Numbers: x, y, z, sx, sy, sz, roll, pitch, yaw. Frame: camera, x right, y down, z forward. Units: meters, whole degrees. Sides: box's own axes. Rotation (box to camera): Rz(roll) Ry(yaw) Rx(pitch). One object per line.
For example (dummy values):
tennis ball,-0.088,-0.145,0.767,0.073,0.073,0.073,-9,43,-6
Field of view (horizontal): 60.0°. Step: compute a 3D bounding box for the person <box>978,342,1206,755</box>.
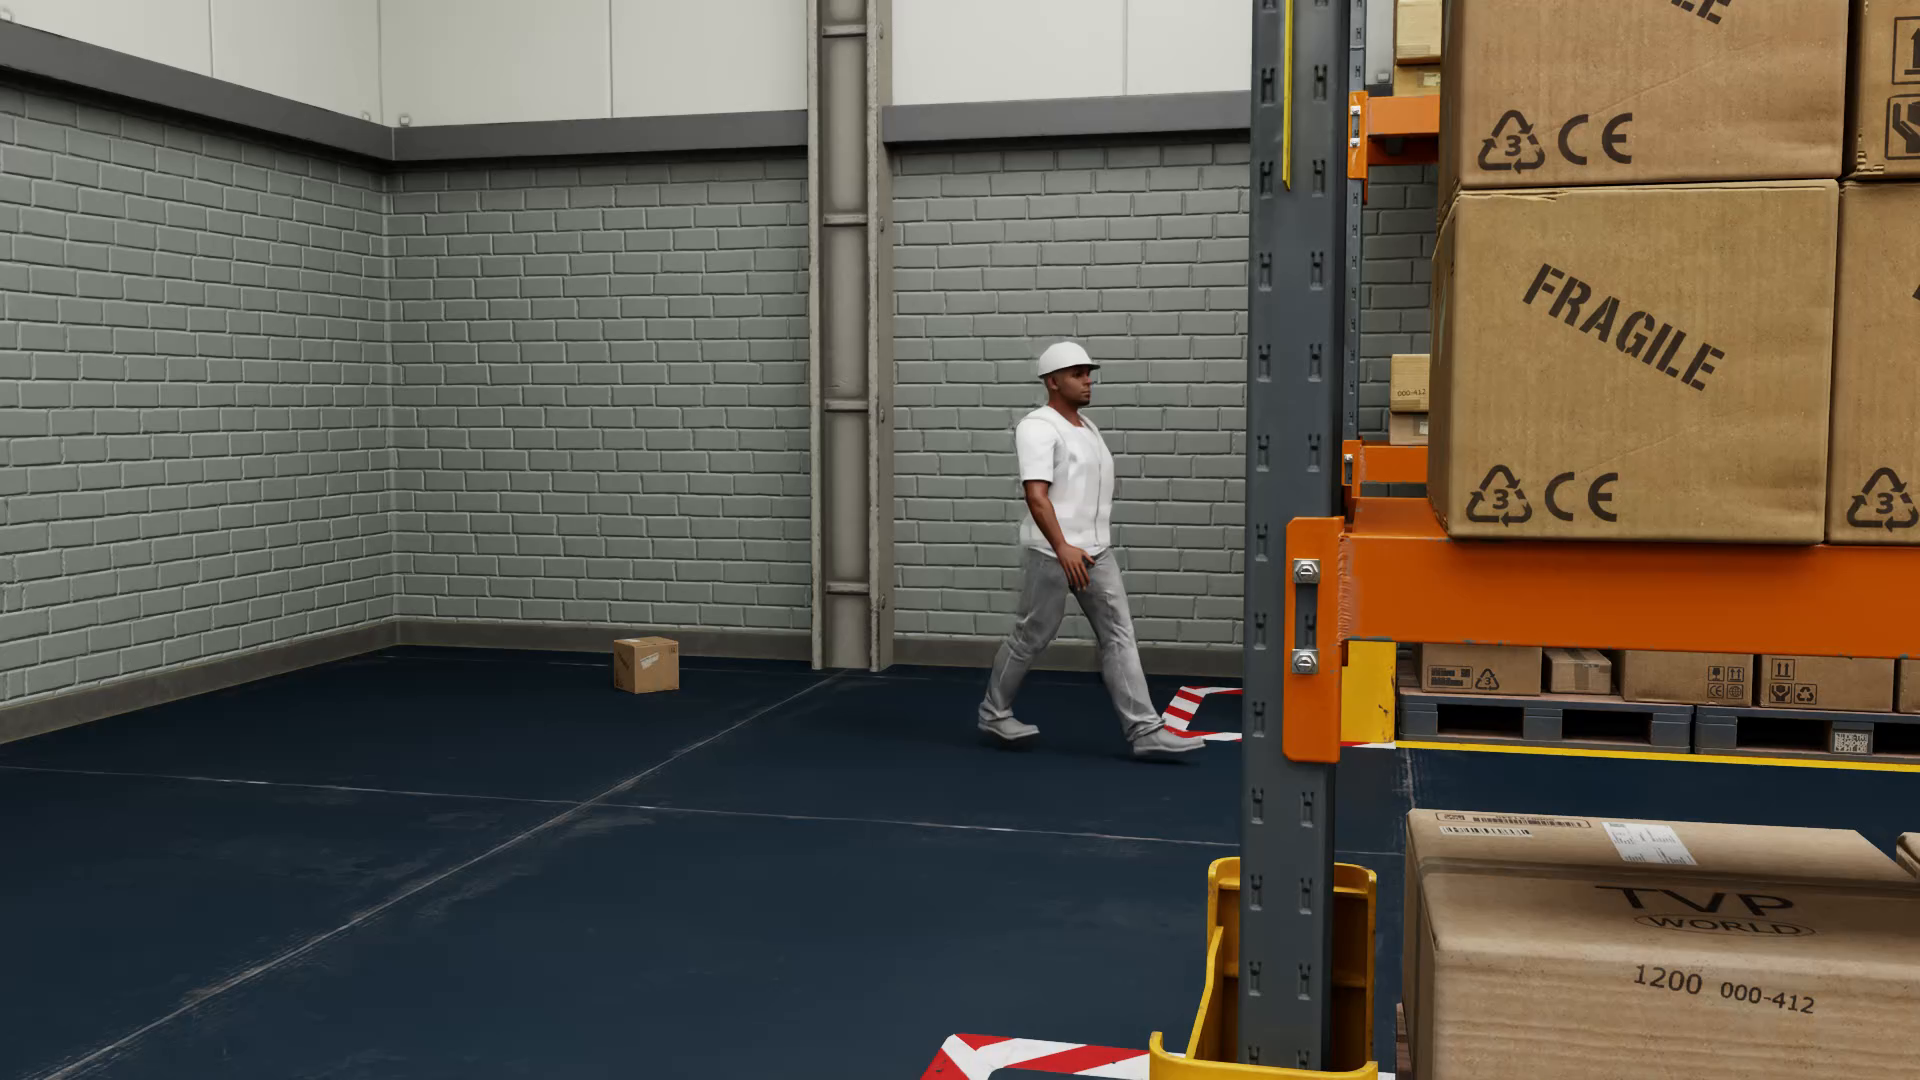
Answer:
person,0.509,0.036,6.934,1.021,1.713,0.606,4,6,38
